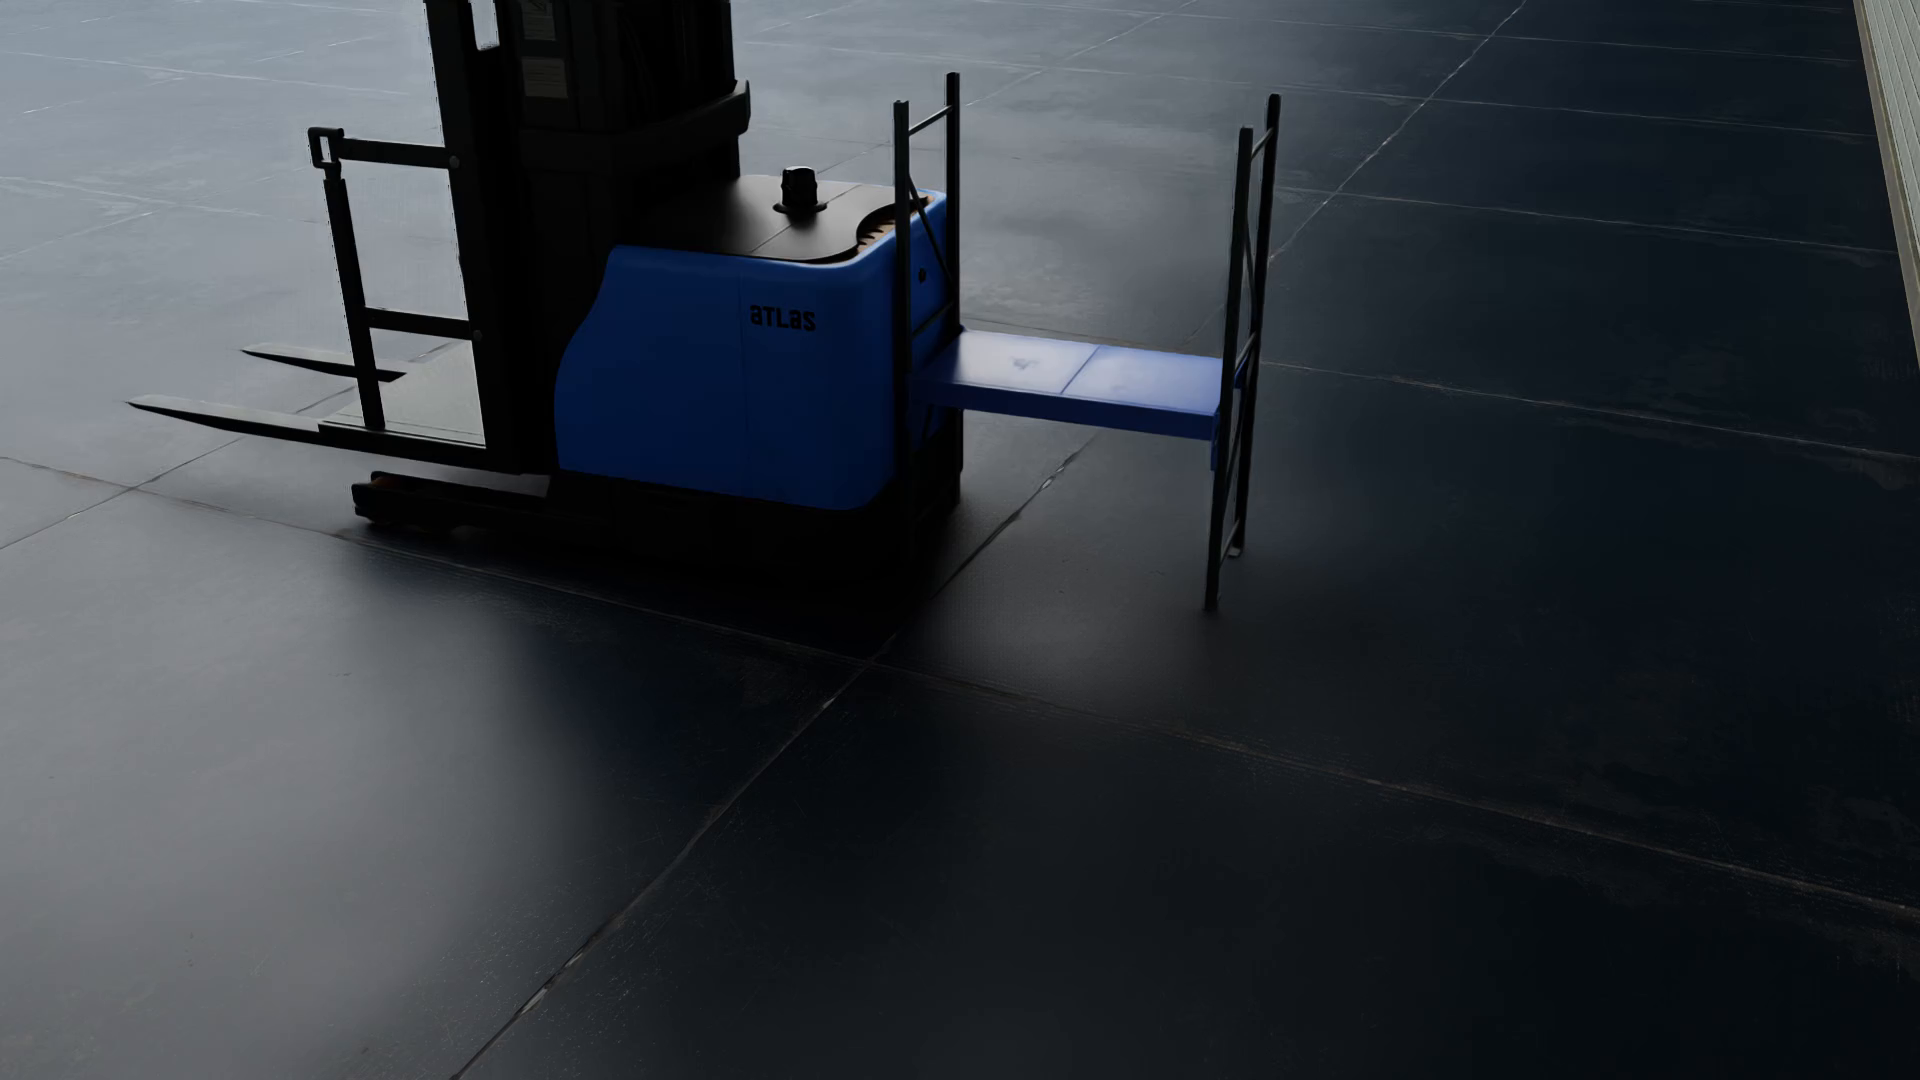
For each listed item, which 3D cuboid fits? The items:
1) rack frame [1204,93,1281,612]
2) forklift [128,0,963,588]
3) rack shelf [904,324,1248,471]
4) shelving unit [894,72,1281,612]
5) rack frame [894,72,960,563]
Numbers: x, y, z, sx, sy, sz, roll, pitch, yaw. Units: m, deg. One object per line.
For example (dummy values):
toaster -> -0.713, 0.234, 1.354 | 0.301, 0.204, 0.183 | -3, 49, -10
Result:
rack frame -> 0.862, -0.556, 5.082 | 0.032, 1.500, 0.500 | 9, 28, 17
forklift -> -1.562, -1.545, 5.472 | 3.031, 2.935, 1.130 | 9, 28, 17
rack shelf -> 0.382, -0.469, 5.313 | 1.000, 0.185, 0.538 | 9, 28, 17
shelving unit -> 0.382, -0.630, 5.233 | 1.048, 1.500, 0.538 | 9, 28, 17
rack frame -> -0.097, -0.704, 5.384 | 0.032, 1.500, 0.500 | 9, 28, 17
